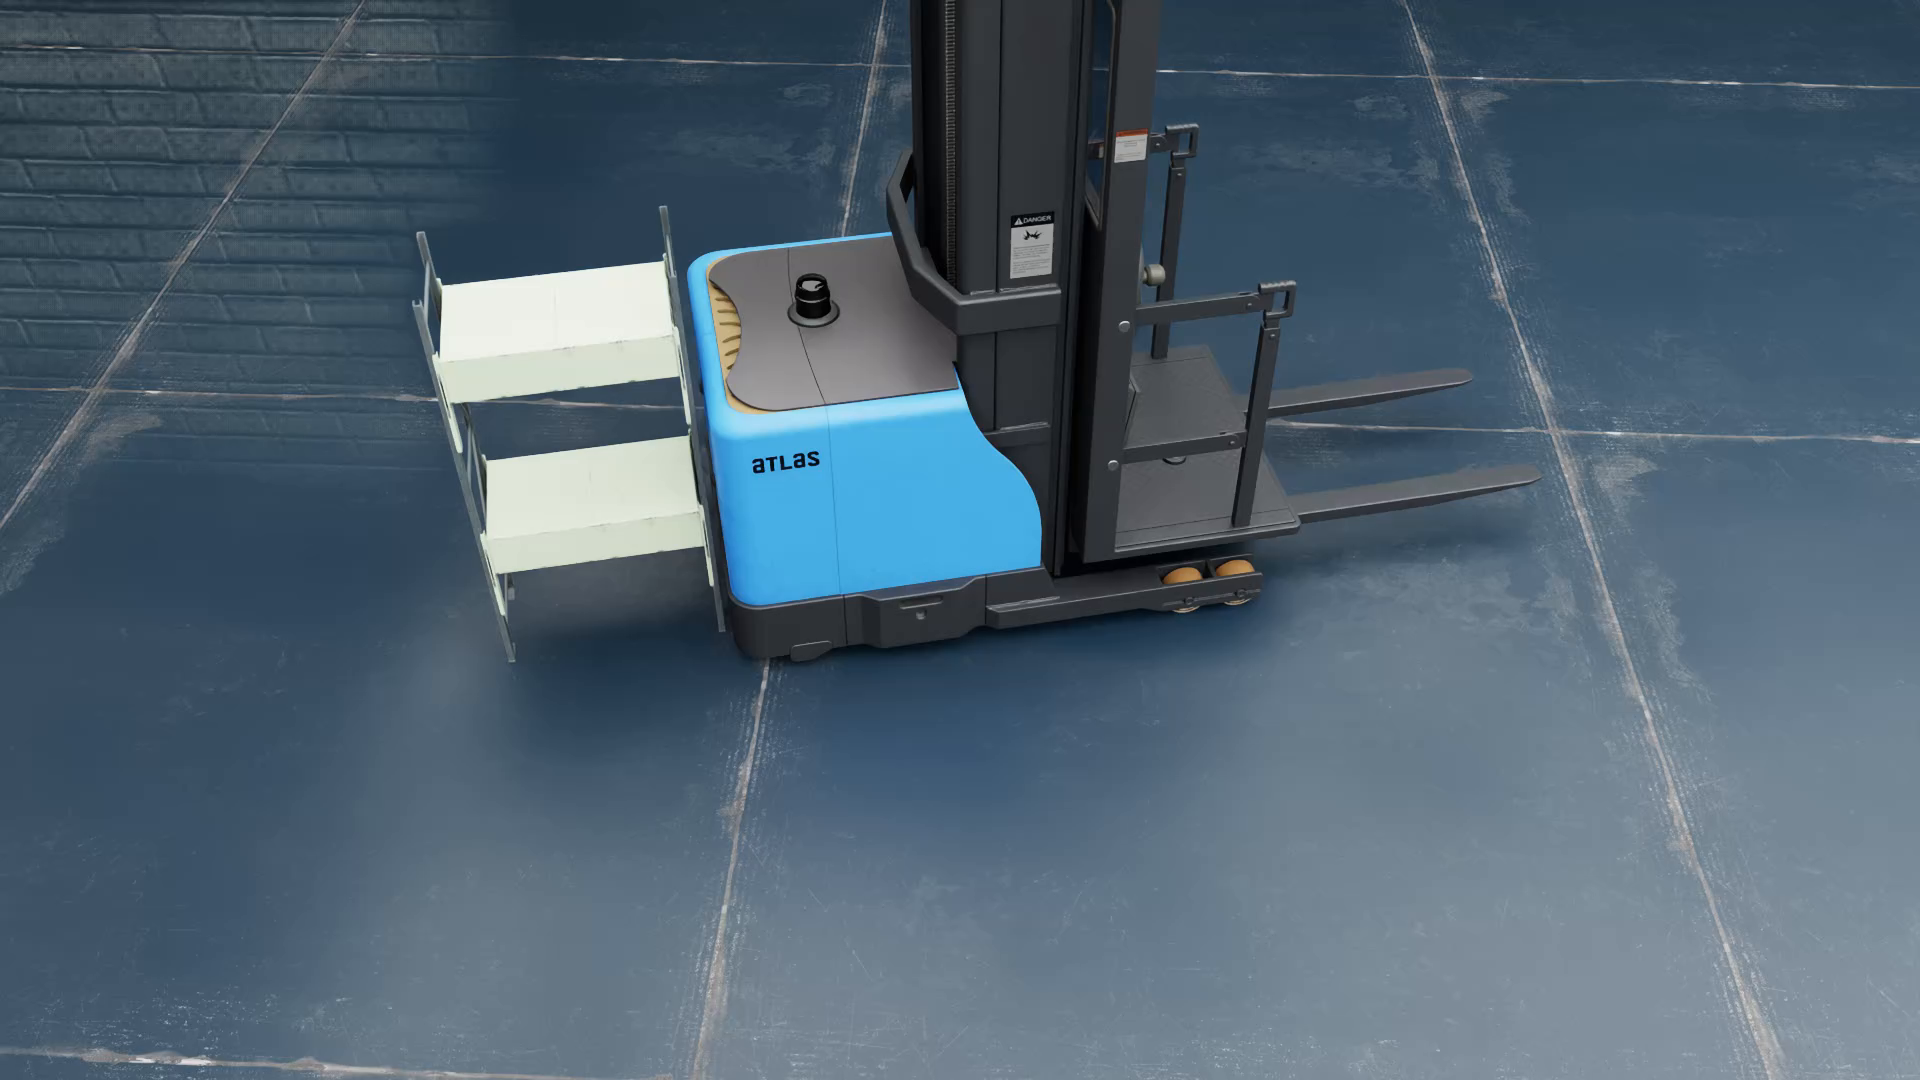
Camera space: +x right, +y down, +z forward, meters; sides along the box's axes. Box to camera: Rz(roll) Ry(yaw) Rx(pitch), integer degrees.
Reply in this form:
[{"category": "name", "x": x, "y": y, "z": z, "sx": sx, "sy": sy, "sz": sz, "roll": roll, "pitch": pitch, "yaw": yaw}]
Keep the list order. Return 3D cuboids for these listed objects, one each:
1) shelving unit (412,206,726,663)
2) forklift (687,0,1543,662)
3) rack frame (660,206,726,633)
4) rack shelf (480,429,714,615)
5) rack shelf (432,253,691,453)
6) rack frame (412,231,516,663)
[{"category": "shelving unit", "x": -1.241, "y": -0.305, "z": 5.477, "sx": 0.755, "sy": 1.500, "sz": 0.431, "roll": -8, "pitch": 44, "yaw": -8}, {"category": "forklift", "x": 0.616, "y": -1.159, "z": 5.343, "sx": 3.031, "sy": 2.935, "sz": 1.130, "roll": -8, "pitch": 44, "yaw": -8}, {"category": "rack frame", "x": -0.882, "y": -0.355, "z": 5.530, "sx": 0.023, "sy": 1.500, "sz": 0.400, "roll": -8, "pitch": 44, "yaw": -8}, {"category": "rack shelf", "x": -1.241, "y": -0.066, "z": 5.699, "sx": 0.720, "sy": 0.370, "sz": 0.431, "roll": -8, "pitch": 44, "yaw": -8}, {"category": "rack shelf", "x": -1.241, "y": -0.590, "z": 5.211, "sx": 0.720, "sy": 0.370, "sz": 0.431, "roll": -8, "pitch": 44, "yaw": -8}, {"category": "rack frame", "x": -1.599, "y": -0.255, "z": 5.423, "sx": 0.023, "sy": 1.500, "sz": 0.400, "roll": -8, "pitch": 44, "yaw": -8}]
